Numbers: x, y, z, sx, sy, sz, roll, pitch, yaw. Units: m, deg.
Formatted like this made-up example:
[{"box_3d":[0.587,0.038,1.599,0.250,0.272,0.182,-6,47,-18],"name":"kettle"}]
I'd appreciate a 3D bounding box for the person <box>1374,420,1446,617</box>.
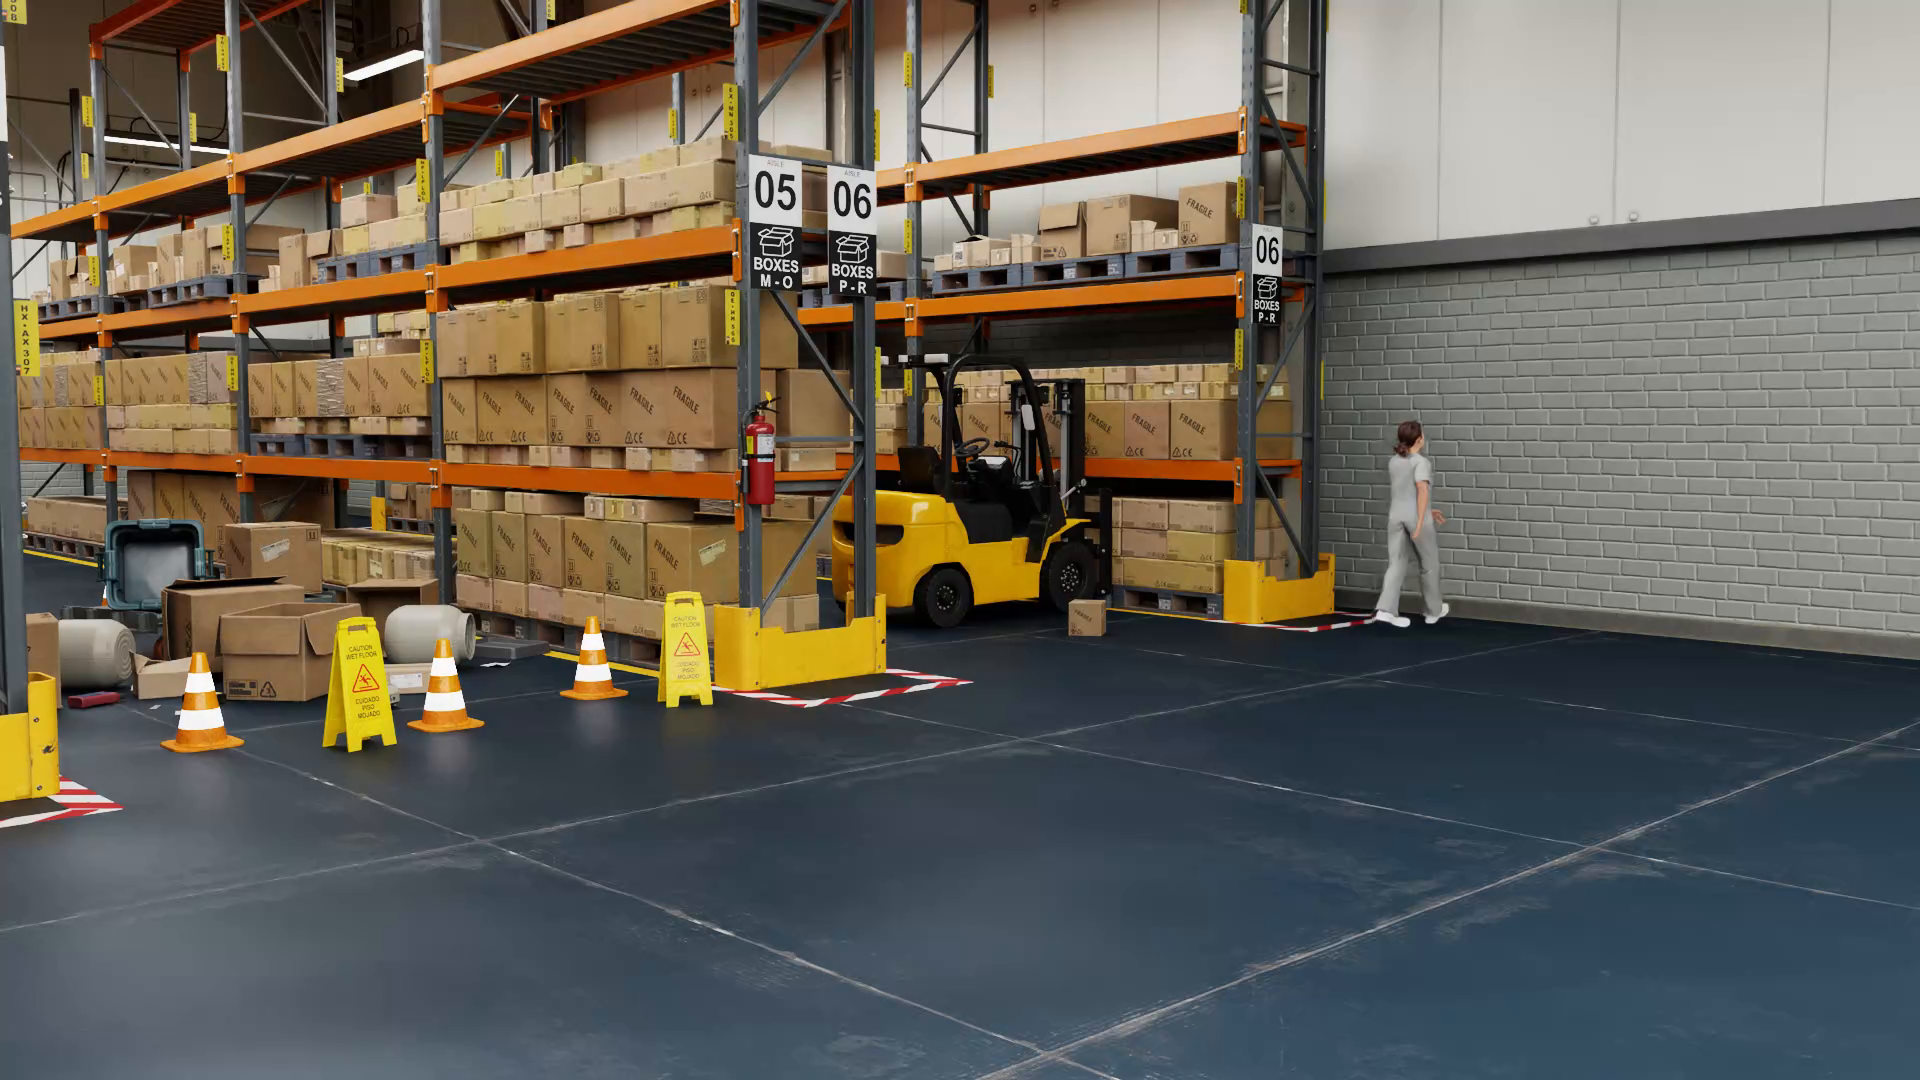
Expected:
[{"box_3d":[3.486,-0.150,12.889,0.924,1.553,0.468,-4,6,-44],"name":"person"}]
